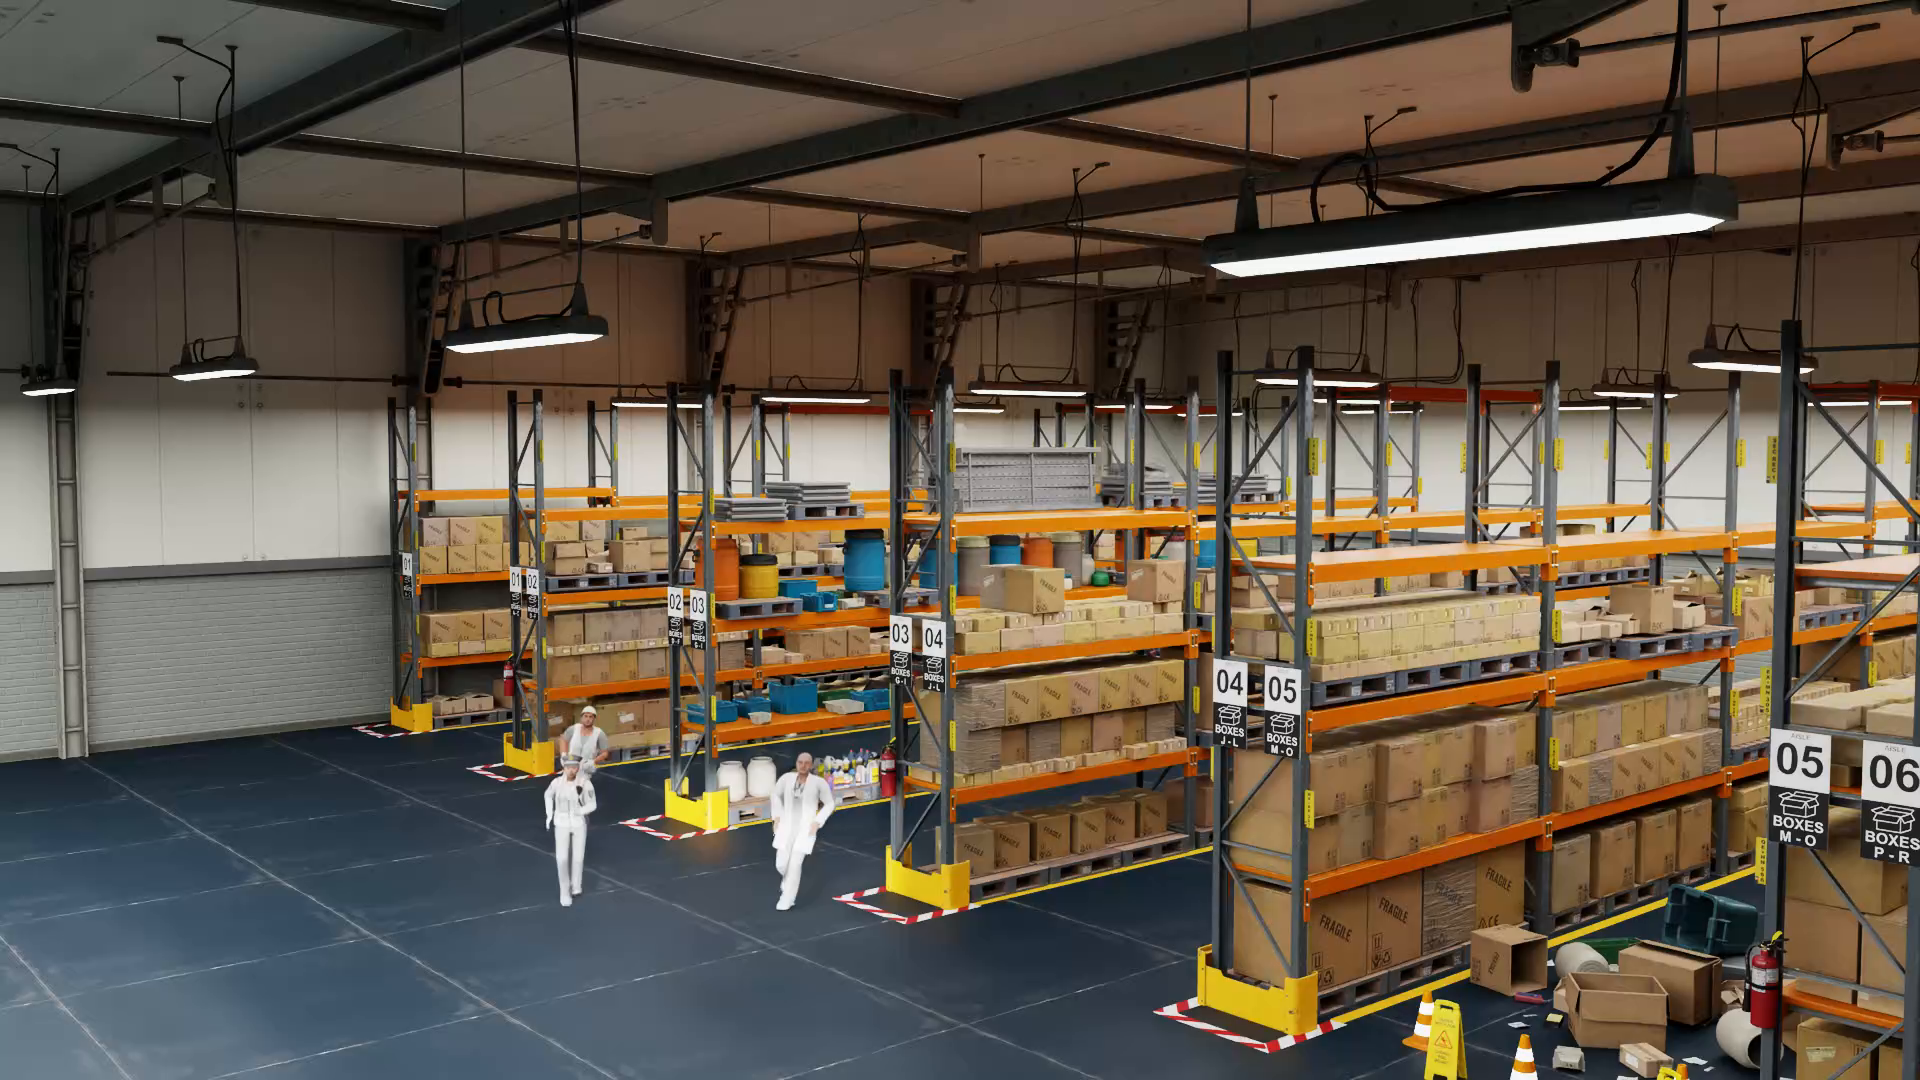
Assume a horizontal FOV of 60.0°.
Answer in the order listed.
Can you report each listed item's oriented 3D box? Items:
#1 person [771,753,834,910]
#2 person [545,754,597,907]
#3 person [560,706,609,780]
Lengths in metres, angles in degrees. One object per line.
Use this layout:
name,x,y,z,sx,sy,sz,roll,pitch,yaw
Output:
person,-1.761,3.219,18.566,0.737,1.725,0.658,0,3,7
person,-4.359,3.236,18.631,0.574,1.714,0.772,-1,3,-12
person,-4.996,3.027,21.977,0.722,1.690,0.598,0,3,-1
